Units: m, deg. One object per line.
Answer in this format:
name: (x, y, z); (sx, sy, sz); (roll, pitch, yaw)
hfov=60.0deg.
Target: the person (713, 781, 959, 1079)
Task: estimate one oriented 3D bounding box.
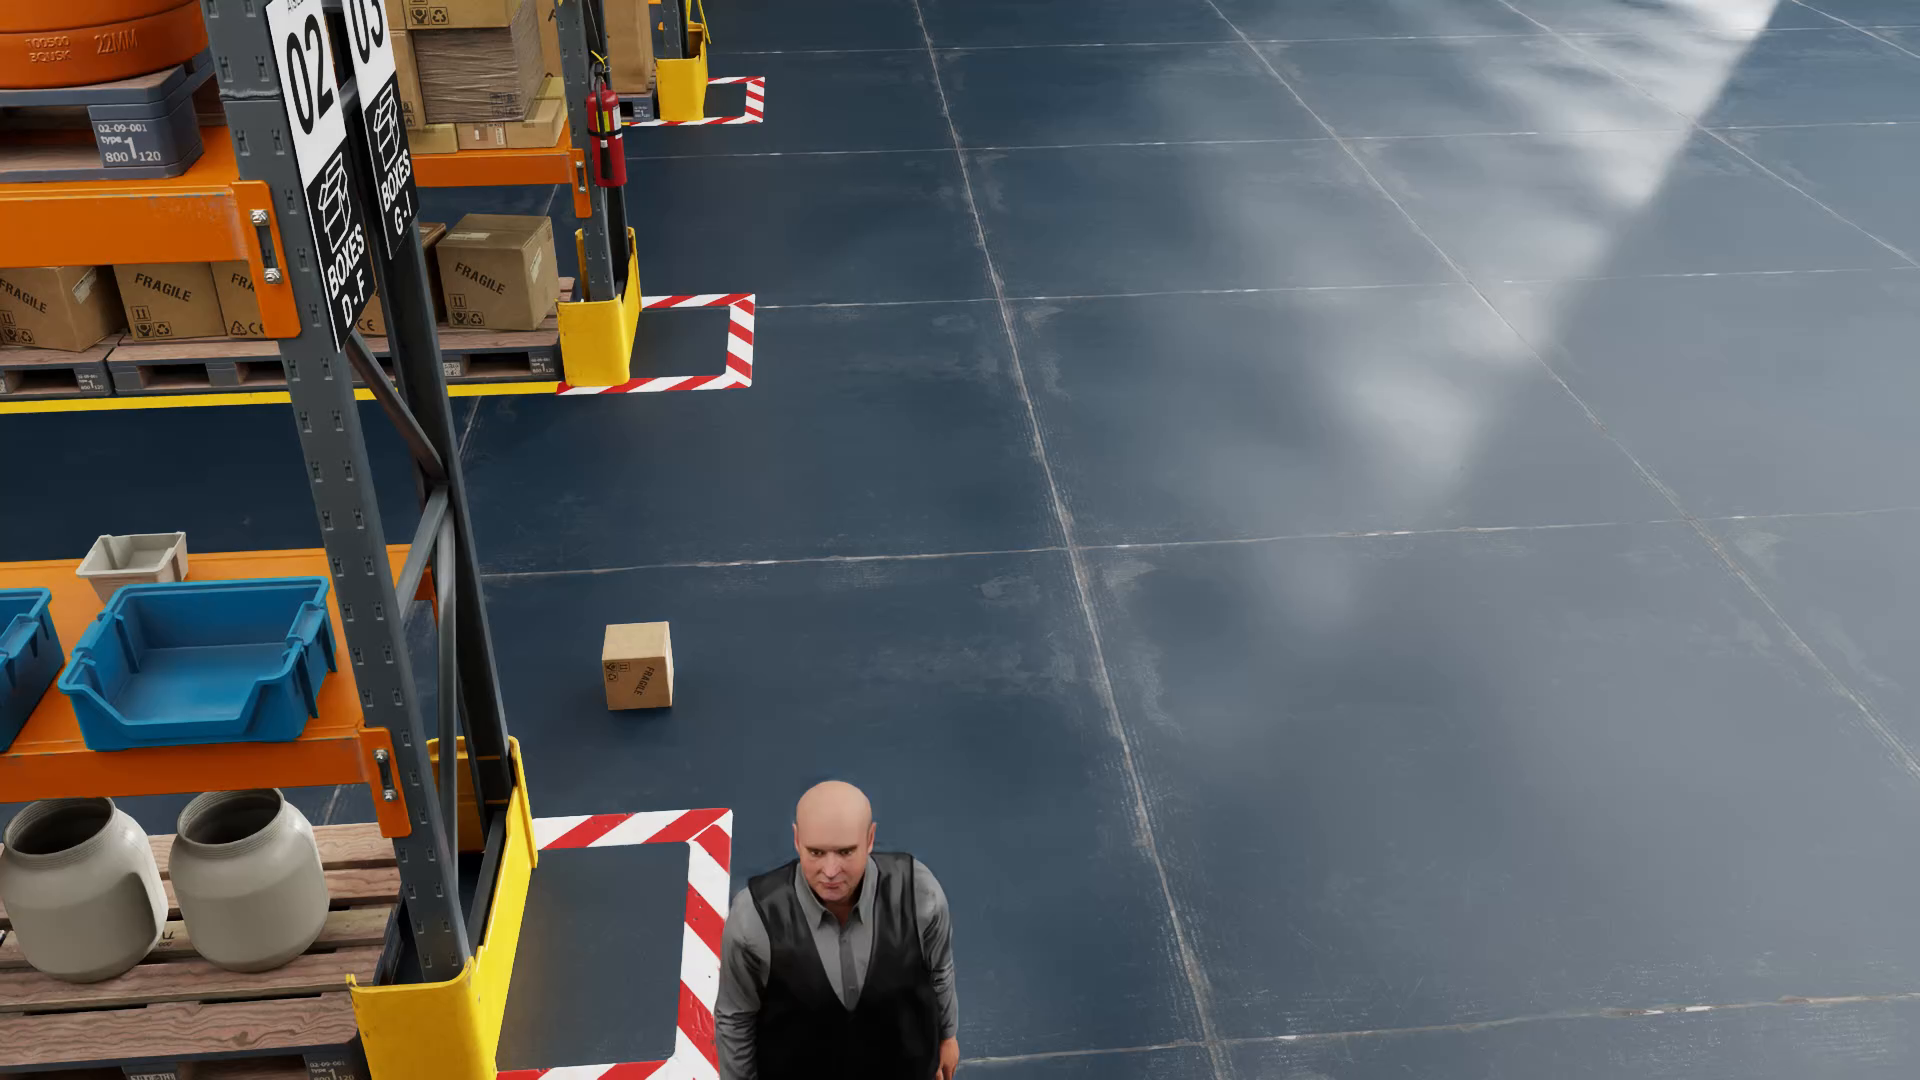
person: (-0.274, 1.333, 3.957); (0.579, 1.784, 0.633); (-4, 31, -6)
